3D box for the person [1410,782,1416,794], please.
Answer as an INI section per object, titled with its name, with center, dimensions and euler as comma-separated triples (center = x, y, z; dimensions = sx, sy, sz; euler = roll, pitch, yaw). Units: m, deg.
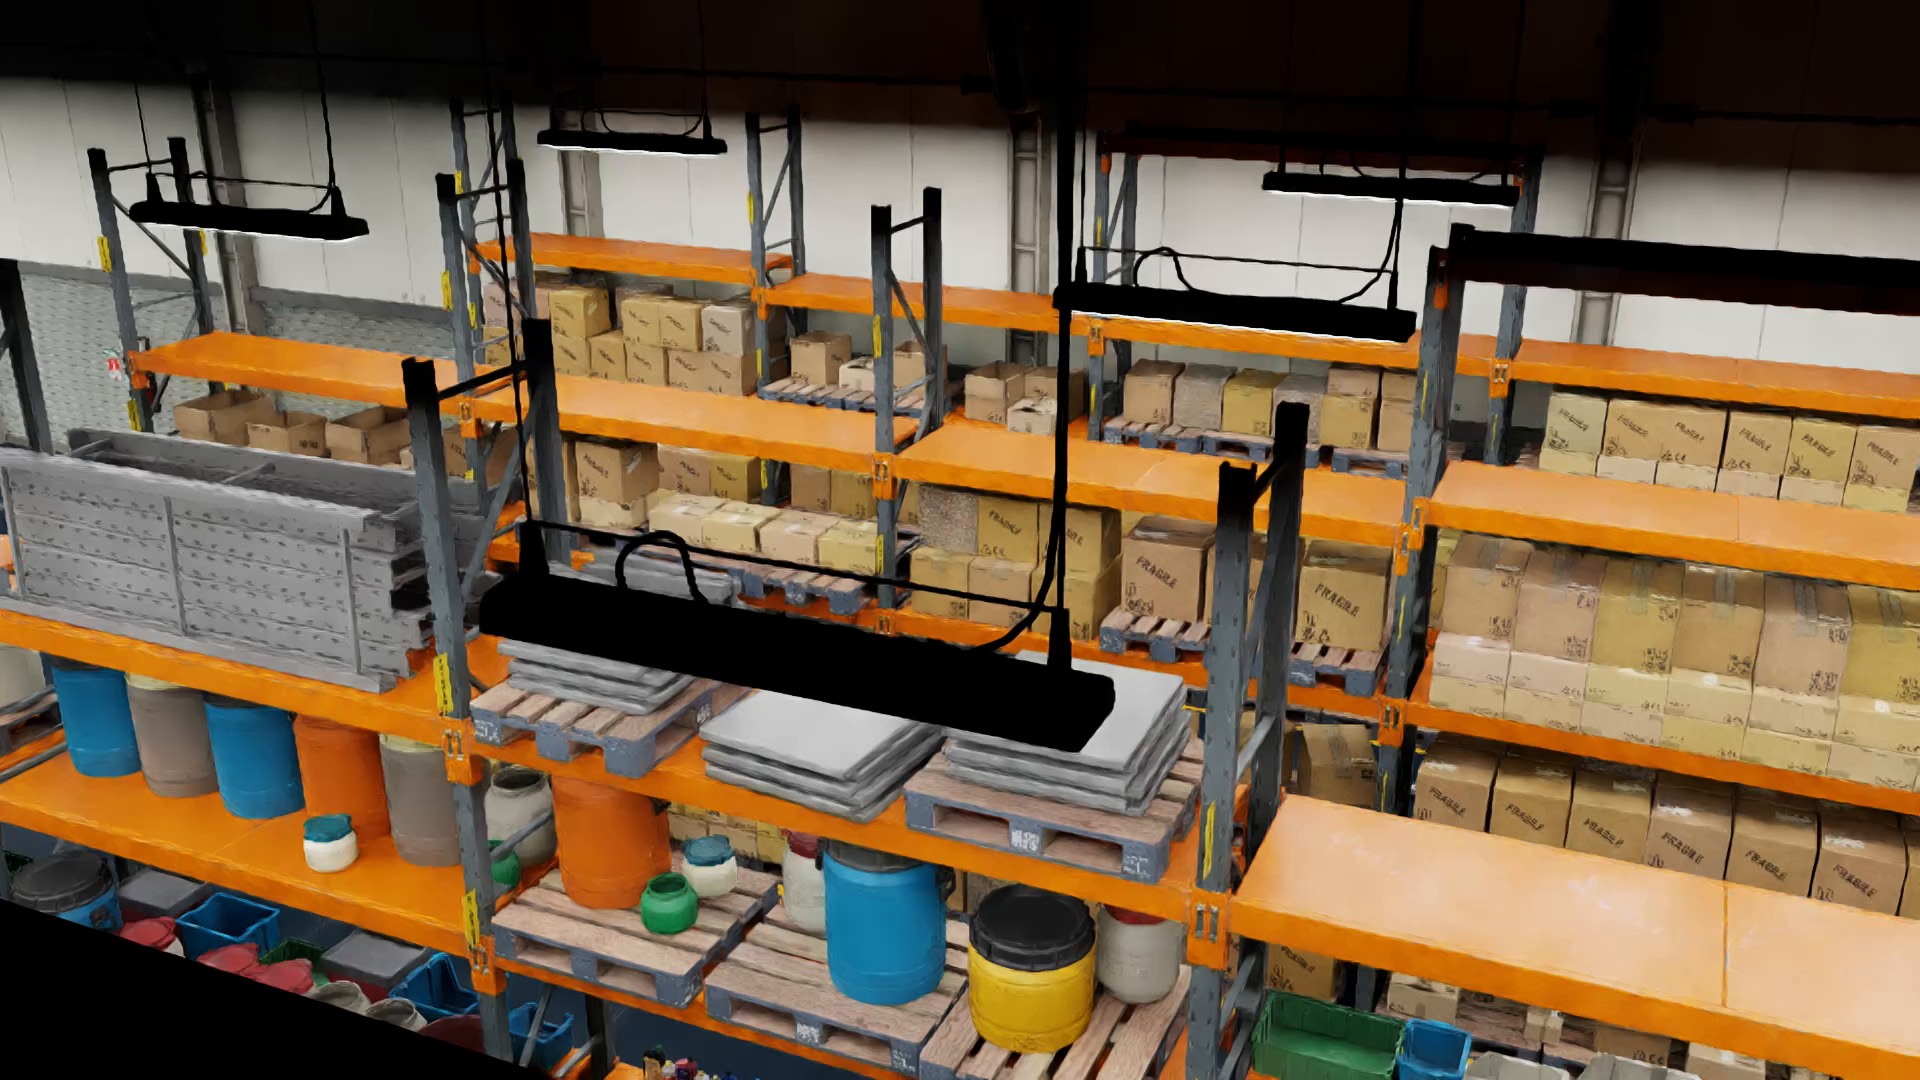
[person]
center = 4.773, 1.760, 15.801
dimensions = 1.037, 1.513, 0.419
euler = 8, 22, 21
